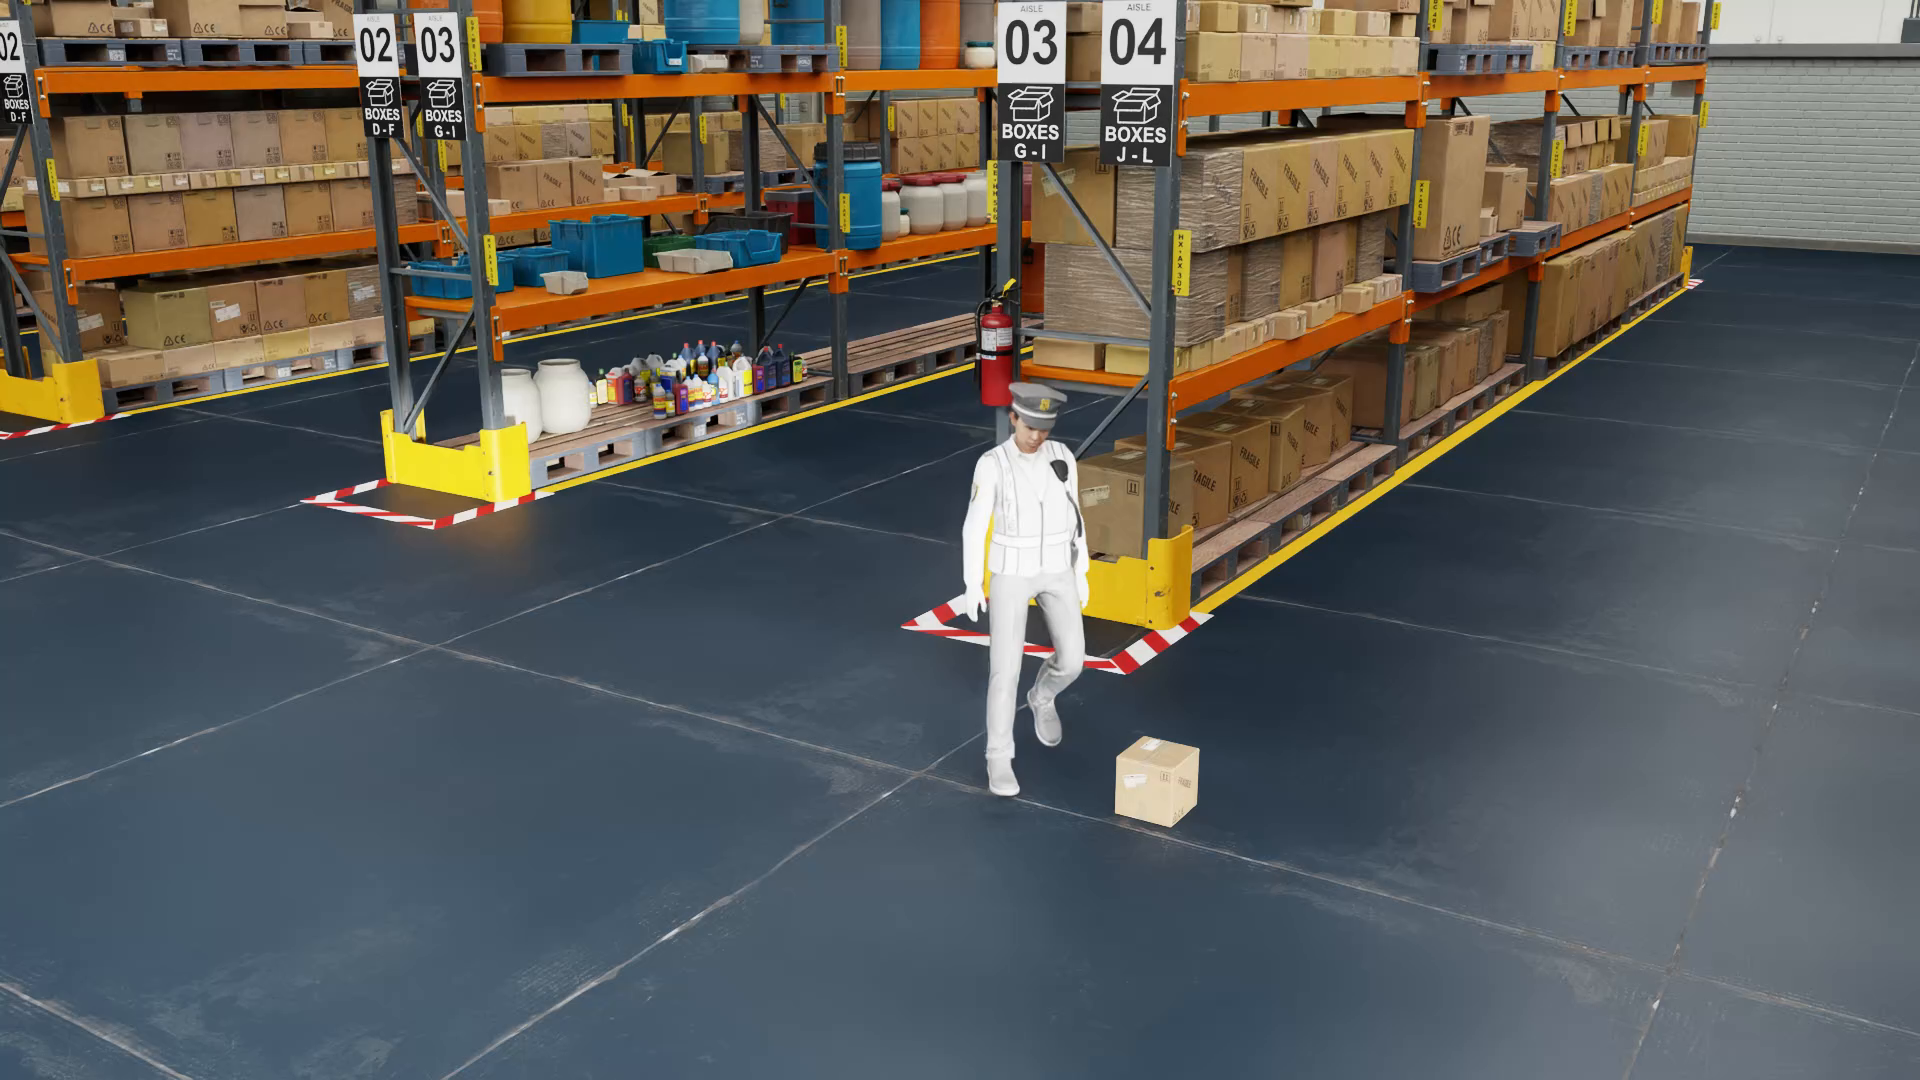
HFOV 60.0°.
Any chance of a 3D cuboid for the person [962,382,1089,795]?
[{"bbox_3d":[0.284,0.169,6.919,0.546,1.658,0.587,-5,17,-18],"label":"person"}]
